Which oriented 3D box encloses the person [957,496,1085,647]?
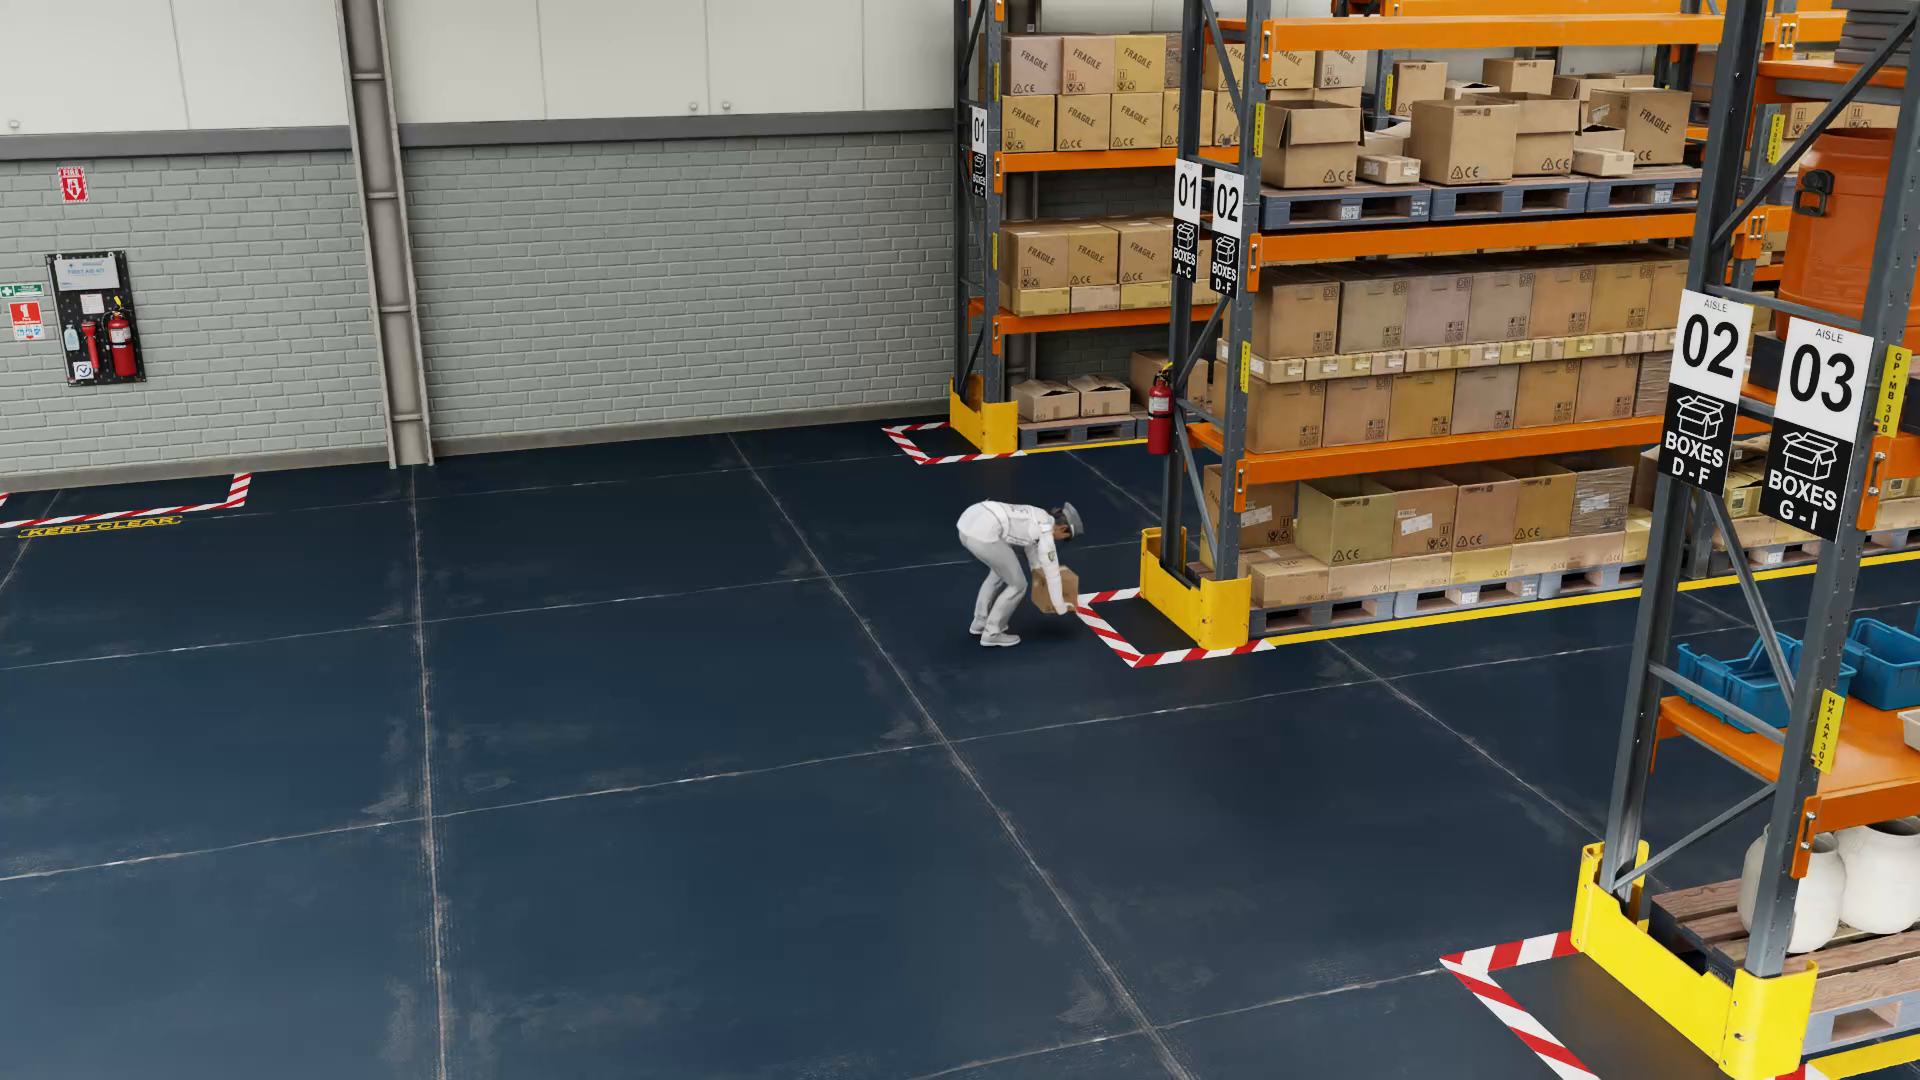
[{"bbox_3d":[0.430,0.196,11.522,0.912,0.995,0.437,-7,21,-20],"label":"person"}]
